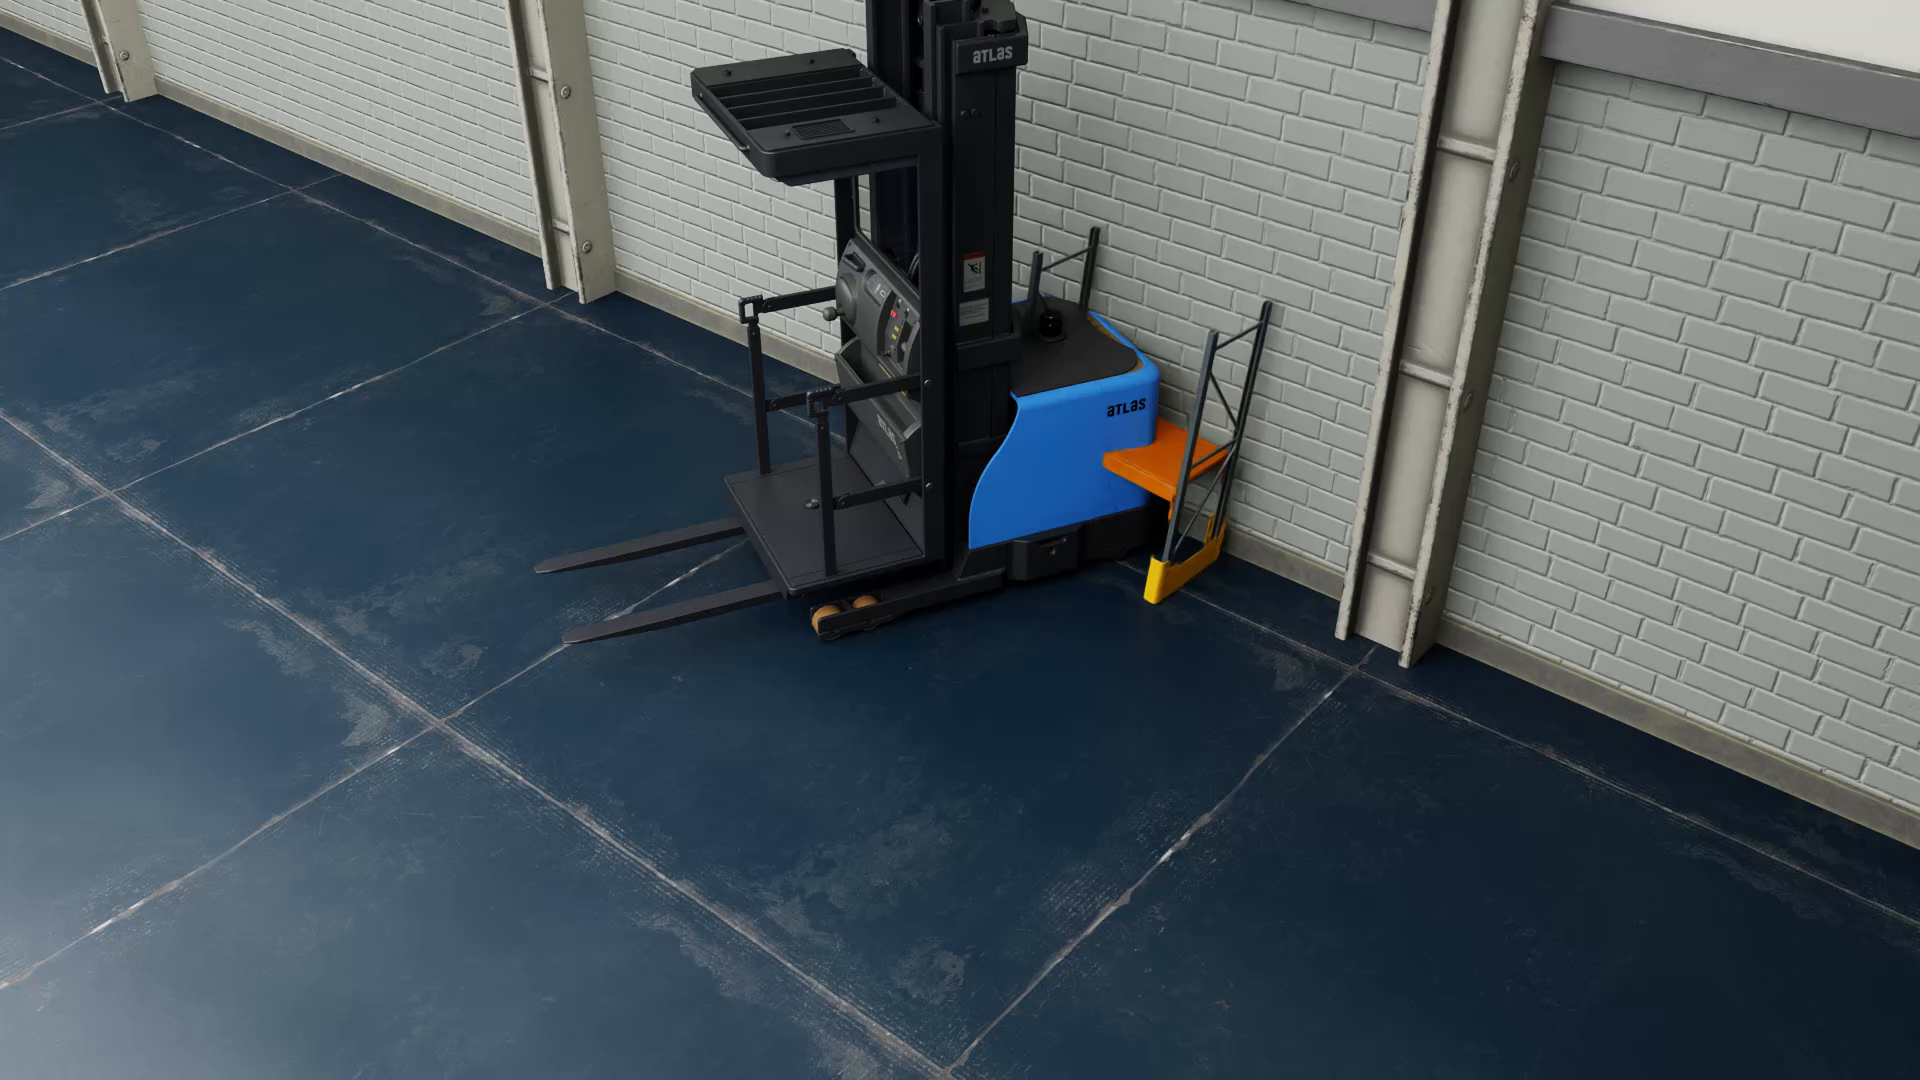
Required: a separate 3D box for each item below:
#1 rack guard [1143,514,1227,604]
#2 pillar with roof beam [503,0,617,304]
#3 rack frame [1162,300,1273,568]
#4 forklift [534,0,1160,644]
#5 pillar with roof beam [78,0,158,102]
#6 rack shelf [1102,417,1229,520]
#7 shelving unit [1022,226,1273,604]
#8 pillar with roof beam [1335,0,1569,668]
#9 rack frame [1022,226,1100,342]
[{"bbox_3d":[1.141,0.092,8.405,0.087,0.250,0.587,30,41,30],"label":"rack guard"},{"bbox_3d":[-5.298,-3.539,5.954,0.400,9.000,9.100,25,42,32],"label":"pillar with roof beam"},{"bbox_3d":[1.216,-0.410,8.040,0.032,1.500,0.500,30,41,30],"label":"rack frame"},{"bbox_3d":[-0.572,-1.066,7.713,3.031,2.935,1.130,-14,37,-19],"label":"forklift"},{"bbox_3d":[-9.910,-5.712,9.118,0.400,9.000,9.100,25,42,32],"label":"pillar with roof beam"},{"bbox_3d":[0.816,-0.484,8.394,1.000,0.185,0.538,30,41,30],"label":"rack shelf"},{"bbox_3d":[0.827,-0.635,8.296,1.083,1.500,0.587,30,41,30],"label":"shelving unit"},{"bbox_3d":[-0.687,-1.365,2.789,0.400,9.000,9.100,25,42,32],"label":"pillar with roof beam"},{"bbox_3d":[0.451,-0.852,8.544,0.032,1.500,0.500,30,41,30],"label":"rack frame"}]
